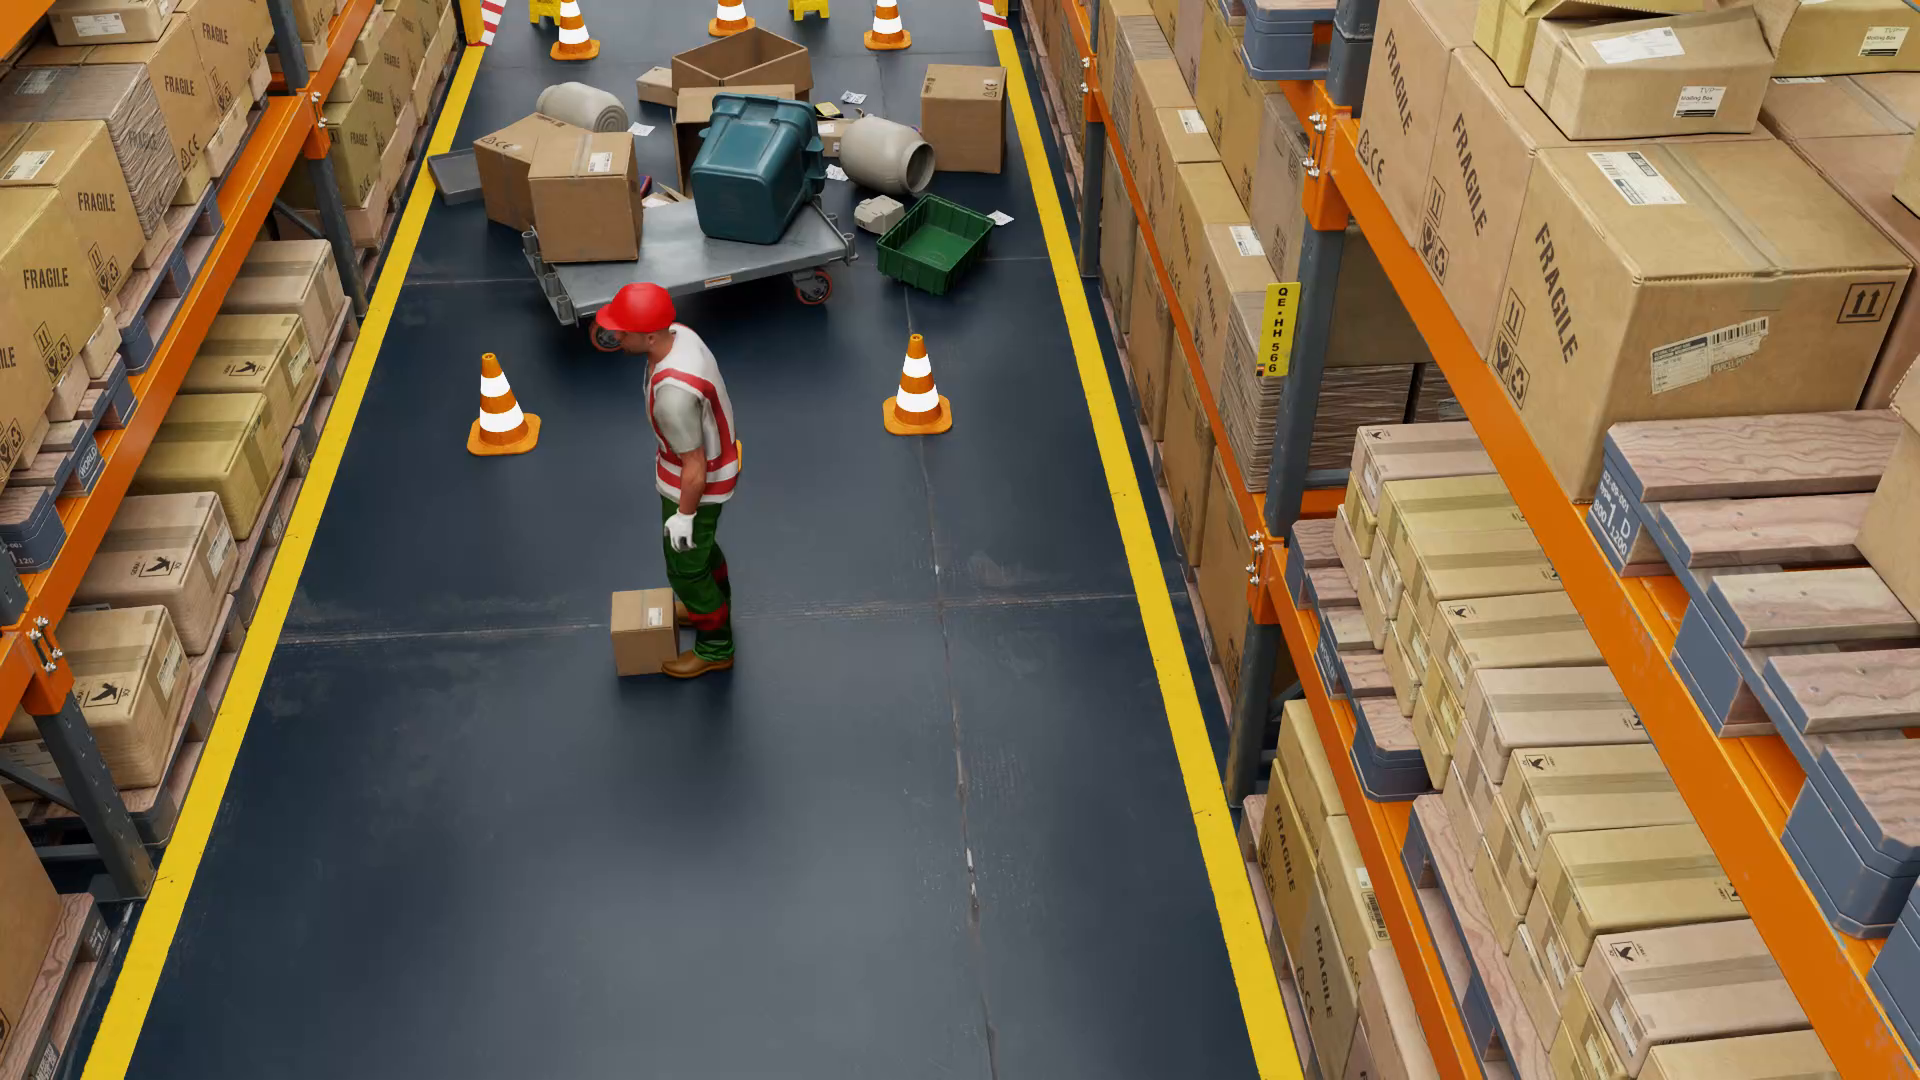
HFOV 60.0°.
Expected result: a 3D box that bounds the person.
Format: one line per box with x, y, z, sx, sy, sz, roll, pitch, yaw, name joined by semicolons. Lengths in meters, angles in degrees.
-1.075;-0.229;6.428;0.451;1.778;0.611;-5;39;-7;person
